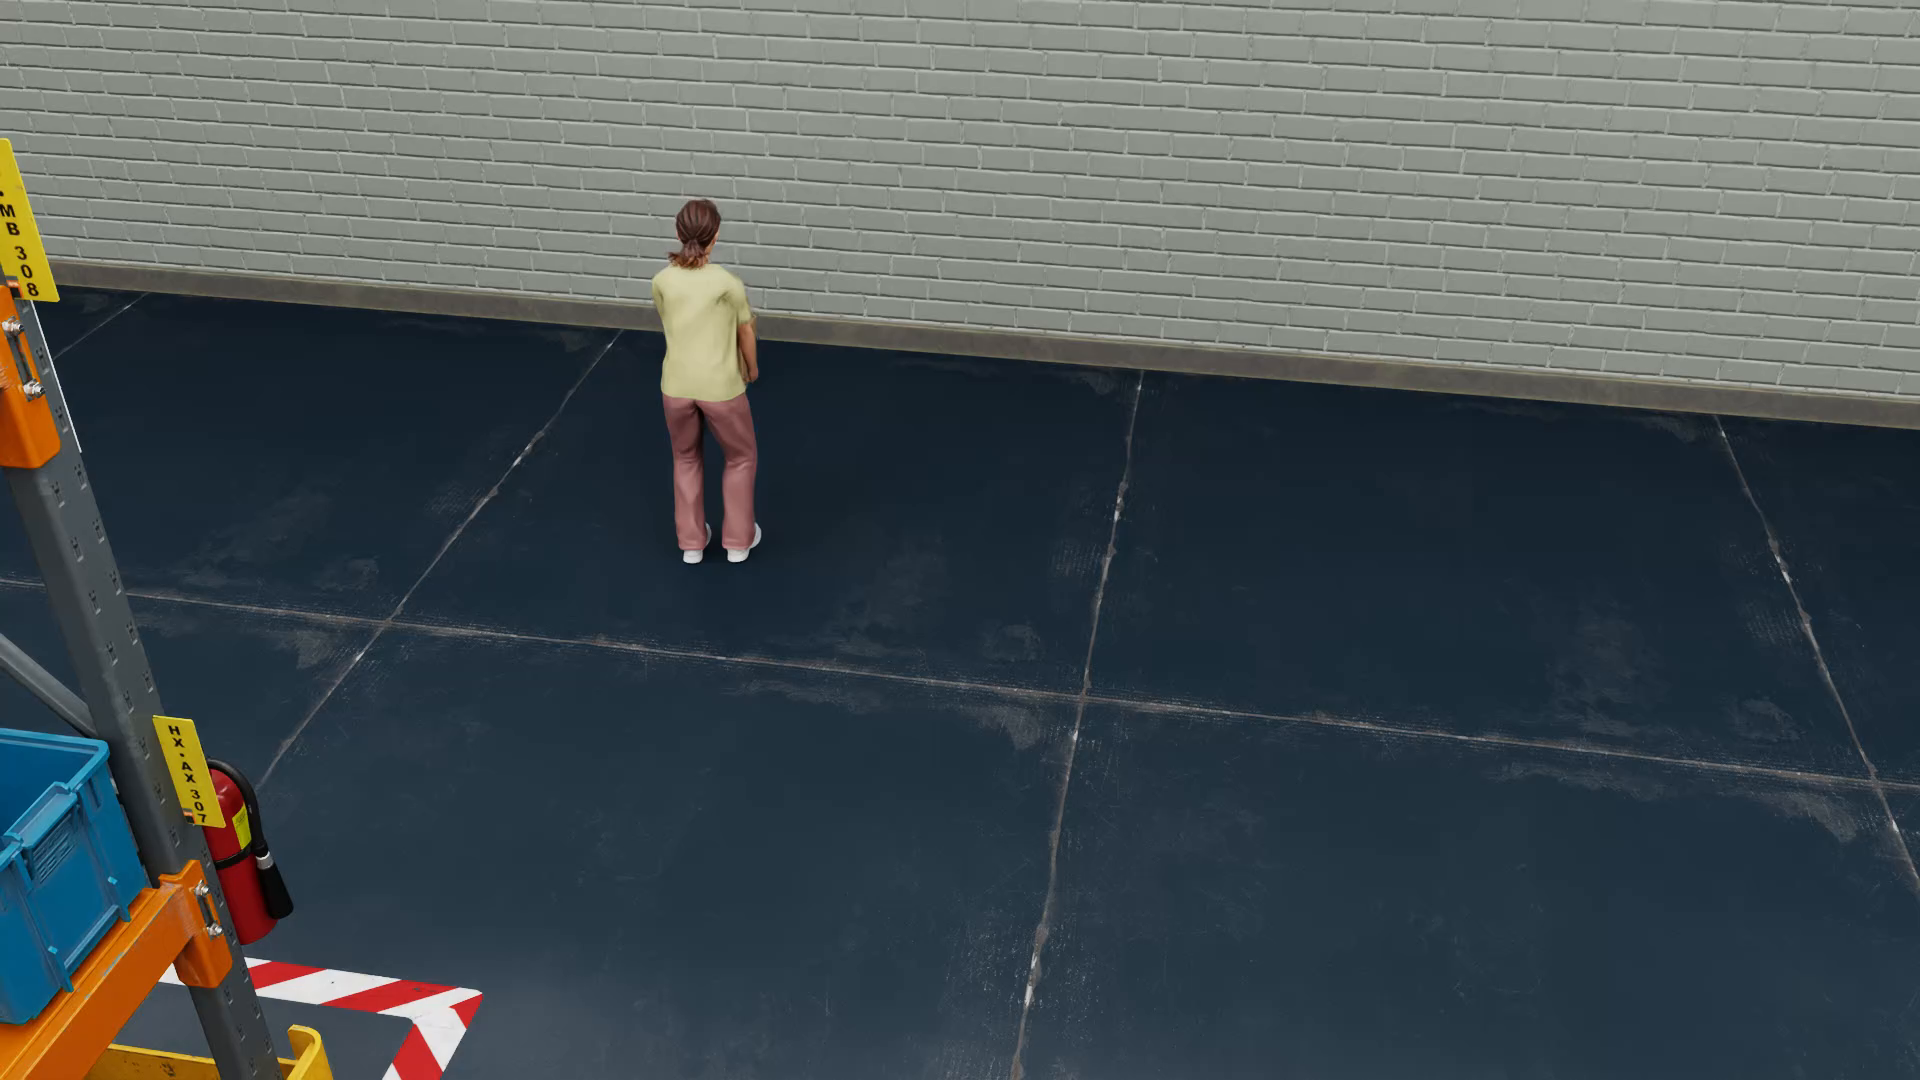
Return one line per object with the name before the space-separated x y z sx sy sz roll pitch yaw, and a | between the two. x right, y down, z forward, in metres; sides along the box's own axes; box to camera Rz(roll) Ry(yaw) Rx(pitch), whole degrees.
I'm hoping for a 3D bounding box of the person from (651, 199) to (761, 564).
person | -1.092 -0.677 7.236 0.408 1.644 0.522 5 33 7
